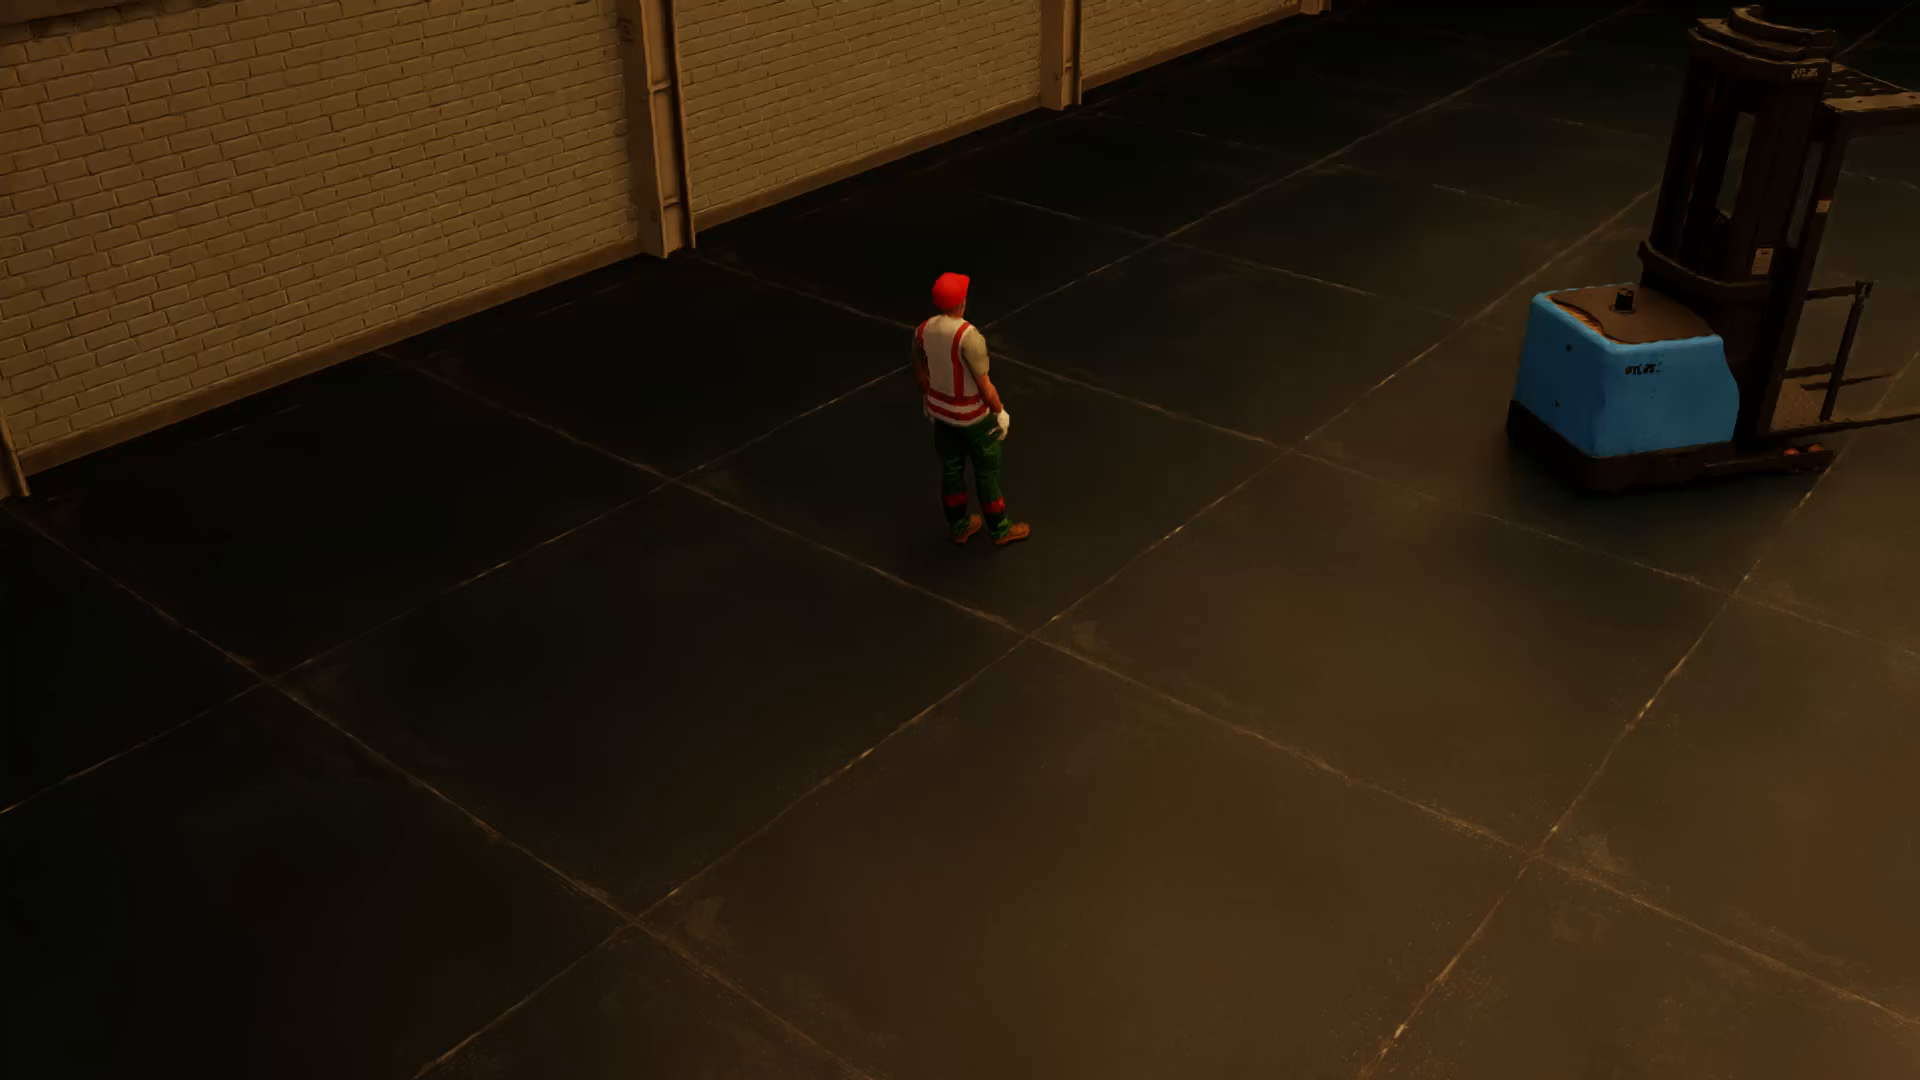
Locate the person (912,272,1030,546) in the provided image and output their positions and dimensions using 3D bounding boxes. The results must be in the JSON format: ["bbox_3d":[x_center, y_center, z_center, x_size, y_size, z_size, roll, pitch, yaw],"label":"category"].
[{"bbox_3d":[0.059,-0.806,10.093,0.637,1.787,0.563,22,37,33],"label":"person"}]

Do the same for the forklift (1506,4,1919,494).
[{"bbox_3d":[5.420,-1.967,10.960,3.031,2.935,1.130,-8,31,-13],"label":"forklift"}]
